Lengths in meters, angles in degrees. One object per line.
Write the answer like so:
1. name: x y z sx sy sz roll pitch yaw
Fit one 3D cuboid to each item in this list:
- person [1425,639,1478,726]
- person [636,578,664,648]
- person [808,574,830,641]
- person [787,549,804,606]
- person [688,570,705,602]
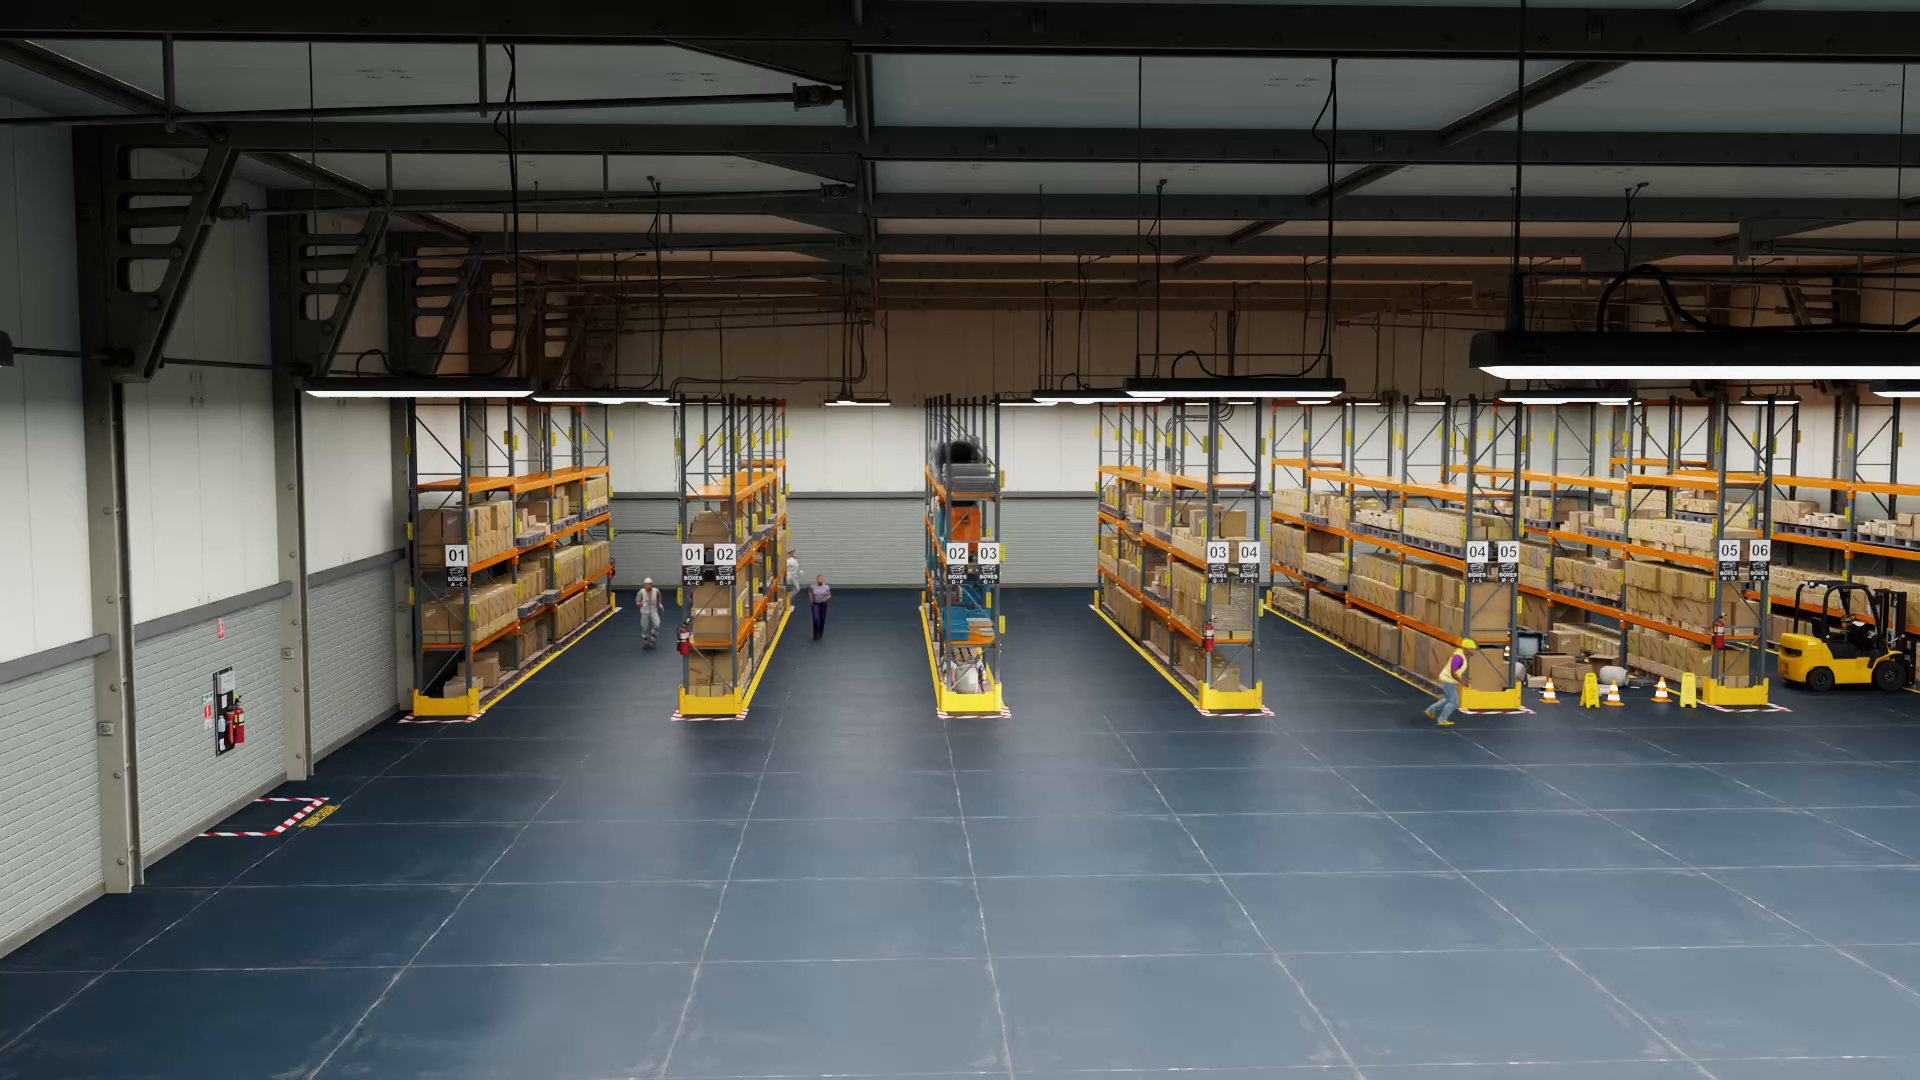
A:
1. person: 8.835 2.551 29.933 0.915 1.606 0.670 2 5 21
2. person: -7.395 1.732 39.666 0.695 1.692 0.948 -2 5 -20
3. person: -3.470 1.675 41.166 0.517 1.666 0.798 -1 5 -12
4. person: -4.808 1.089 48.101 0.594 1.661 0.635 1 5 14
5. person: -7.578 1.049 48.466 0.907 1.649 0.566 0 5 -5
